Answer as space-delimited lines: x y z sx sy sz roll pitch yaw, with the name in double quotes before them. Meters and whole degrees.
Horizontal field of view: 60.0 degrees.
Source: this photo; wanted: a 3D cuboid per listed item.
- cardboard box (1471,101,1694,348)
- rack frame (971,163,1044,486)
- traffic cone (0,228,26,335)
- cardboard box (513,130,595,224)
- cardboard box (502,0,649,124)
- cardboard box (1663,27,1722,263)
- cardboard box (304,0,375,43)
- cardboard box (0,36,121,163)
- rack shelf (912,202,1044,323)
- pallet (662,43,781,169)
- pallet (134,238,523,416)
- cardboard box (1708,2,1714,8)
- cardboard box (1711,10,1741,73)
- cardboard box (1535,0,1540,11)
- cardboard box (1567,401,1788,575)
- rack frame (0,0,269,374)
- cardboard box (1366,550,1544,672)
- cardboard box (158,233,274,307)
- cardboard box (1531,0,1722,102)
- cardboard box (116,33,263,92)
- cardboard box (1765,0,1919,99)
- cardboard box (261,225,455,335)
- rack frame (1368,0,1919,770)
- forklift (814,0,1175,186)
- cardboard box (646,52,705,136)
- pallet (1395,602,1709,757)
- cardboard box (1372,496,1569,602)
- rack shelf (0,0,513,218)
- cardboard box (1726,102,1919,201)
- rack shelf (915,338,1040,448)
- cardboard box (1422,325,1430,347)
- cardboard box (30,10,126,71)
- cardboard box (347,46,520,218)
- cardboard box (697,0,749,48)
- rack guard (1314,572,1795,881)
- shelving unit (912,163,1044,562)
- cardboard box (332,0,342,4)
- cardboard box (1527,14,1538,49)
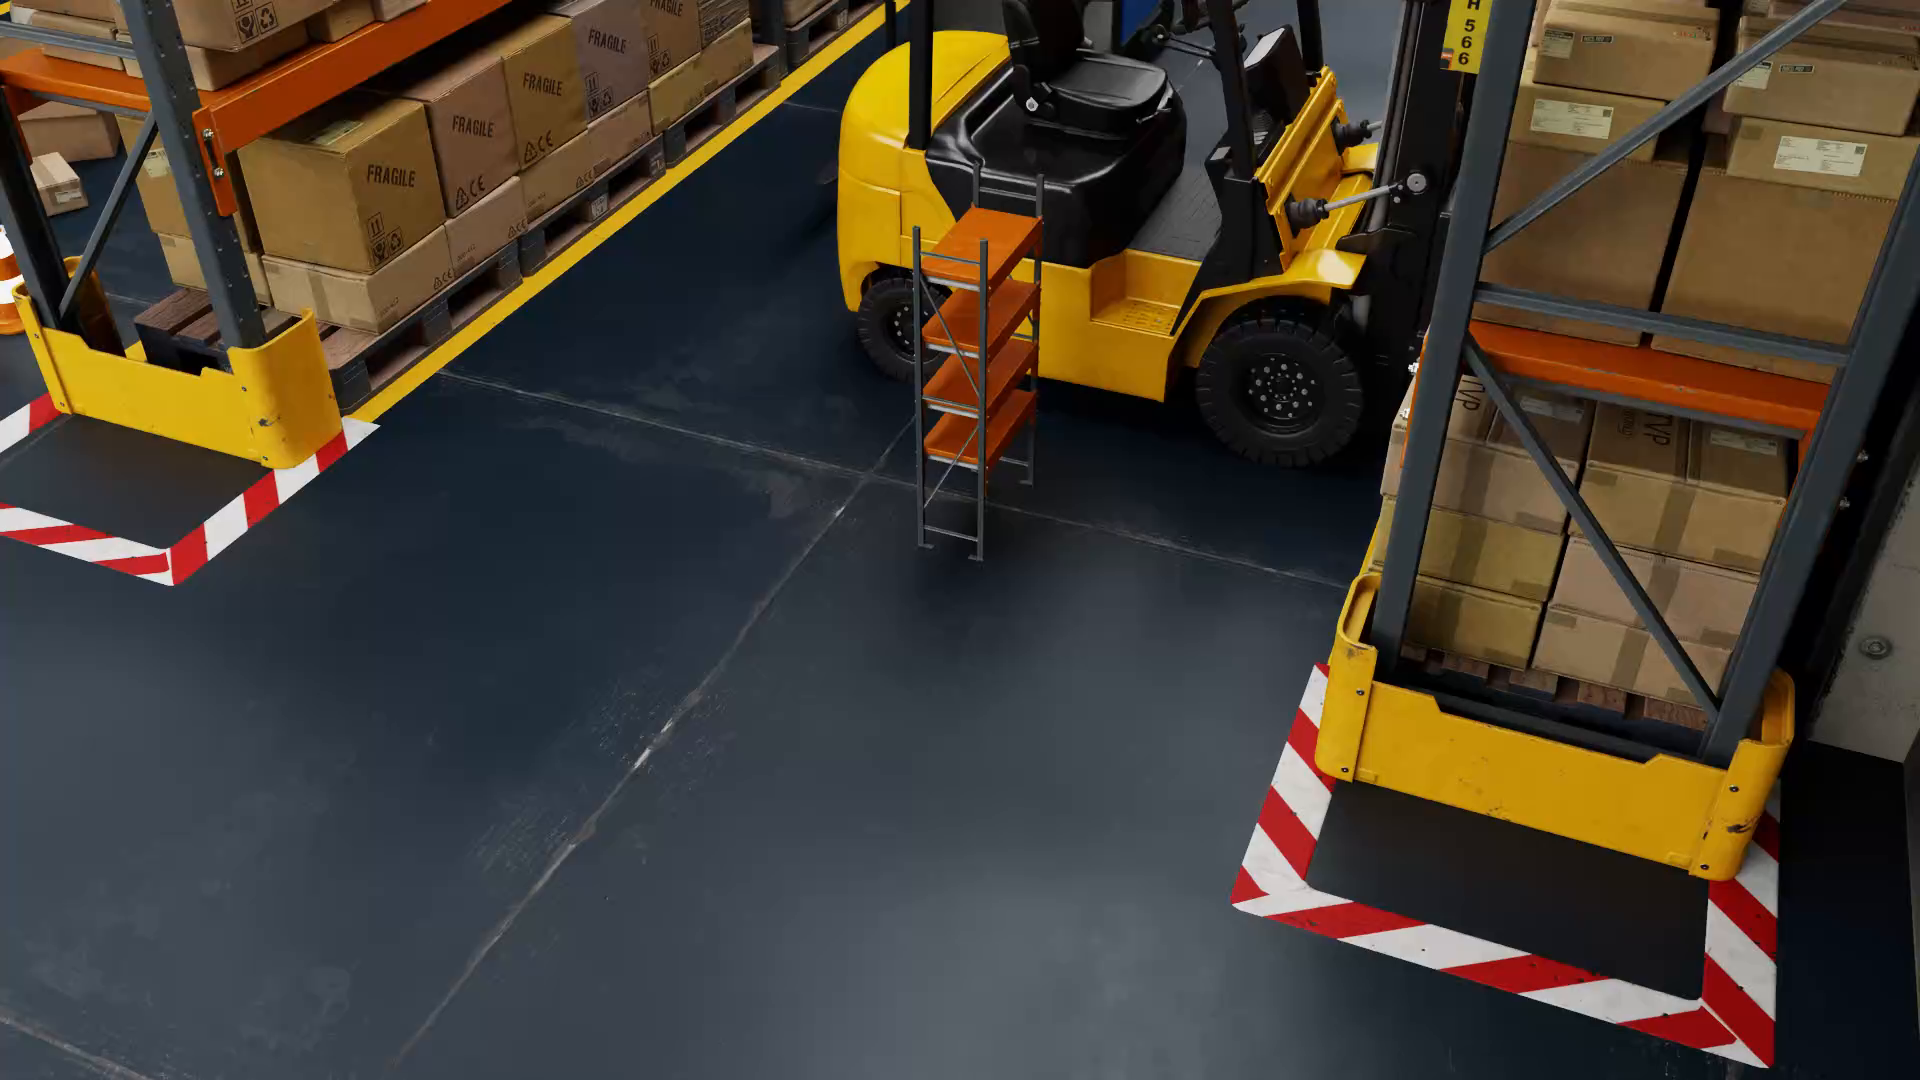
"cardboard box" 1.580 -0.877 4.335 0.500 0.500 0.500 13 39 17
"rack frame" 0.156 -0.707 5.694 0.240 1.200 0.015 14 39 18
"traffic cone" -3.985 -1.149 6.901 0.336 0.463 0.334 14 39 18
"cardboard box" -1.996 -1.670 7.425 0.500 0.250 0.500 16 40 21
"cardboard box" -1.796 -2.262 7.590 0.500 0.500 0.500 16 40 20
"cardboard box" 2.259 -1.050 4.565 0.500 0.500 0.500 15 39 19
"cardboard box" -2.376 -1.945 6.057 0.380 0.149 0.250 13 39 16
"cardboard box" -4.629 -2.183 8.250 0.797 0.503 0.637 -11 38 -14
"rack shelf" 0.063 -0.887 5.278 0.258 0.148 0.480 14 39 18
"pallet" -1.657 -2.351 8.720 1.003 0.211 1.213 14 39 18
"pallet" -2.585 -1.001 6.912 1.003 0.211 1.213 14 39 18
"cardboard box" 1.981 -1.446 5.096 0.500 0.500 0.500 13 39 17
"cardboard box" 2.142 -1.224 4.256 0.380 0.149 0.250 13 39 17
"cardboard box" 1.717 -1.465 4.331 0.380 0.149 0.250 15 39 19
"cardboard box" 1.994 -0.195 4.617 0.500 0.250 0.500 13 39 17
"rack frame" -2.956 -1.634 5.430 1.000 3.000 0.127 14 39 18
"cardboard box" 1.522 0.096 5.062 0.500 0.250 0.500 14 39 18
"cardboard box" -2.888 -1.223 6.826 0.500 0.250 0.500 14 39 18
"cardboard box" 1.577 -1.170 3.937 0.380 0.149 0.250 14 39 18
"cardboard box" -2.635 -1.674 5.694 0.380 0.149 0.250 14 39 18
"cardboard box" 2.120 -1.194 3.969 0.380 0.149 0.250 15 39 19
"cardboard box" -2.393 -1.084 6.641 0.500 0.250 0.500 14 39 17
"rack frame" 1.636 -0.505 3.920 1.000 3.000 0.127 14 39 18
"forklift" 0.208 -3.386 7.832 1.130 2.935 3.031 13 39 17
"cardboard box" -1.604 -2.229 8.173 0.500 0.250 0.500 13 39 17
"pallet" 1.888 0.179 5.334 1.003 0.211 1.213 14 39 18
"cardboard box" 1.532 -0.113 4.924 0.500 0.250 0.500 13 39 17
"rack shelf" -2.195 -2.453 7.127 1.077 0.370 4.000 14 39 18
"cardboard box" 2.005 -0.934 3.868 0.380 0.149 0.250 13 39 17
"rack shelf" 0.063 -0.518 5.554 0.258 0.148 0.480 14 39 18
"cardboard box" 1.711 -0.582 5.134 0.500 0.250 0.500 15 39 19
"cardboard box" -3.012 -1.789 5.848 0.380 0.149 0.250 15 39 19
"cardboard box" -2.190 -1.688 6.823 0.500 0.500 0.500 12 39 16
"cardboard box" -1.411 -2.827 8.346 0.500 0.500 0.500 13 39 17
"rack guard" 1.627 0.510 4.651 1.175 0.500 0.348 14 39 18
"shelving unit" 0.063 -0.572 5.513 0.258 1.200 0.503 14 39 18
"cardboard box" -2.325 -2.279 5.962 0.500 0.500 0.500 15 39 19
"cardboard box" 1.578 -1.209 4.237 0.380 0.149 0.250 14 39 18
